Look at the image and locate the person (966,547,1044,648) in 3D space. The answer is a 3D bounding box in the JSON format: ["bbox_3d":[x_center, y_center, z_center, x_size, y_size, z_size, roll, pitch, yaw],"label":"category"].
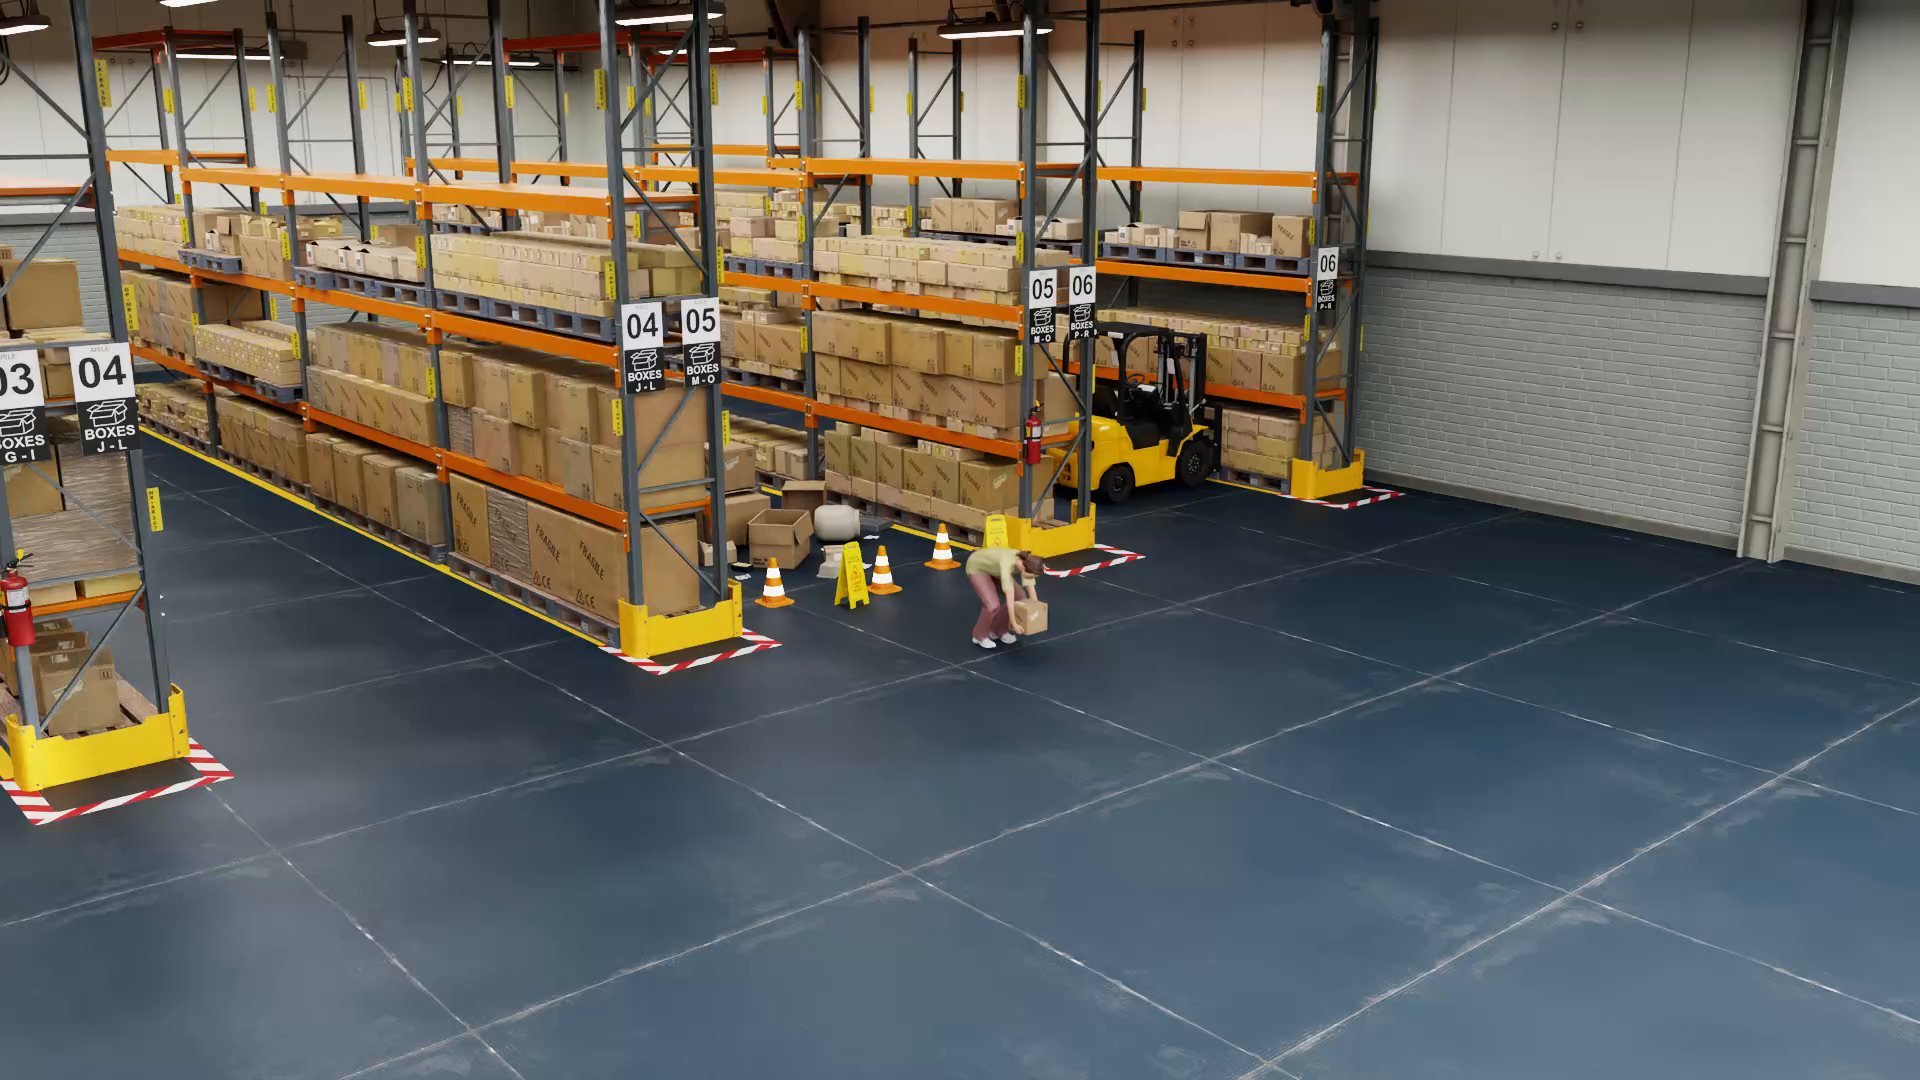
[{"bbox_3d":[0.431,0.519,15.358,0.472,0.987,0.868,-13,19,-42],"label":"person"}]
